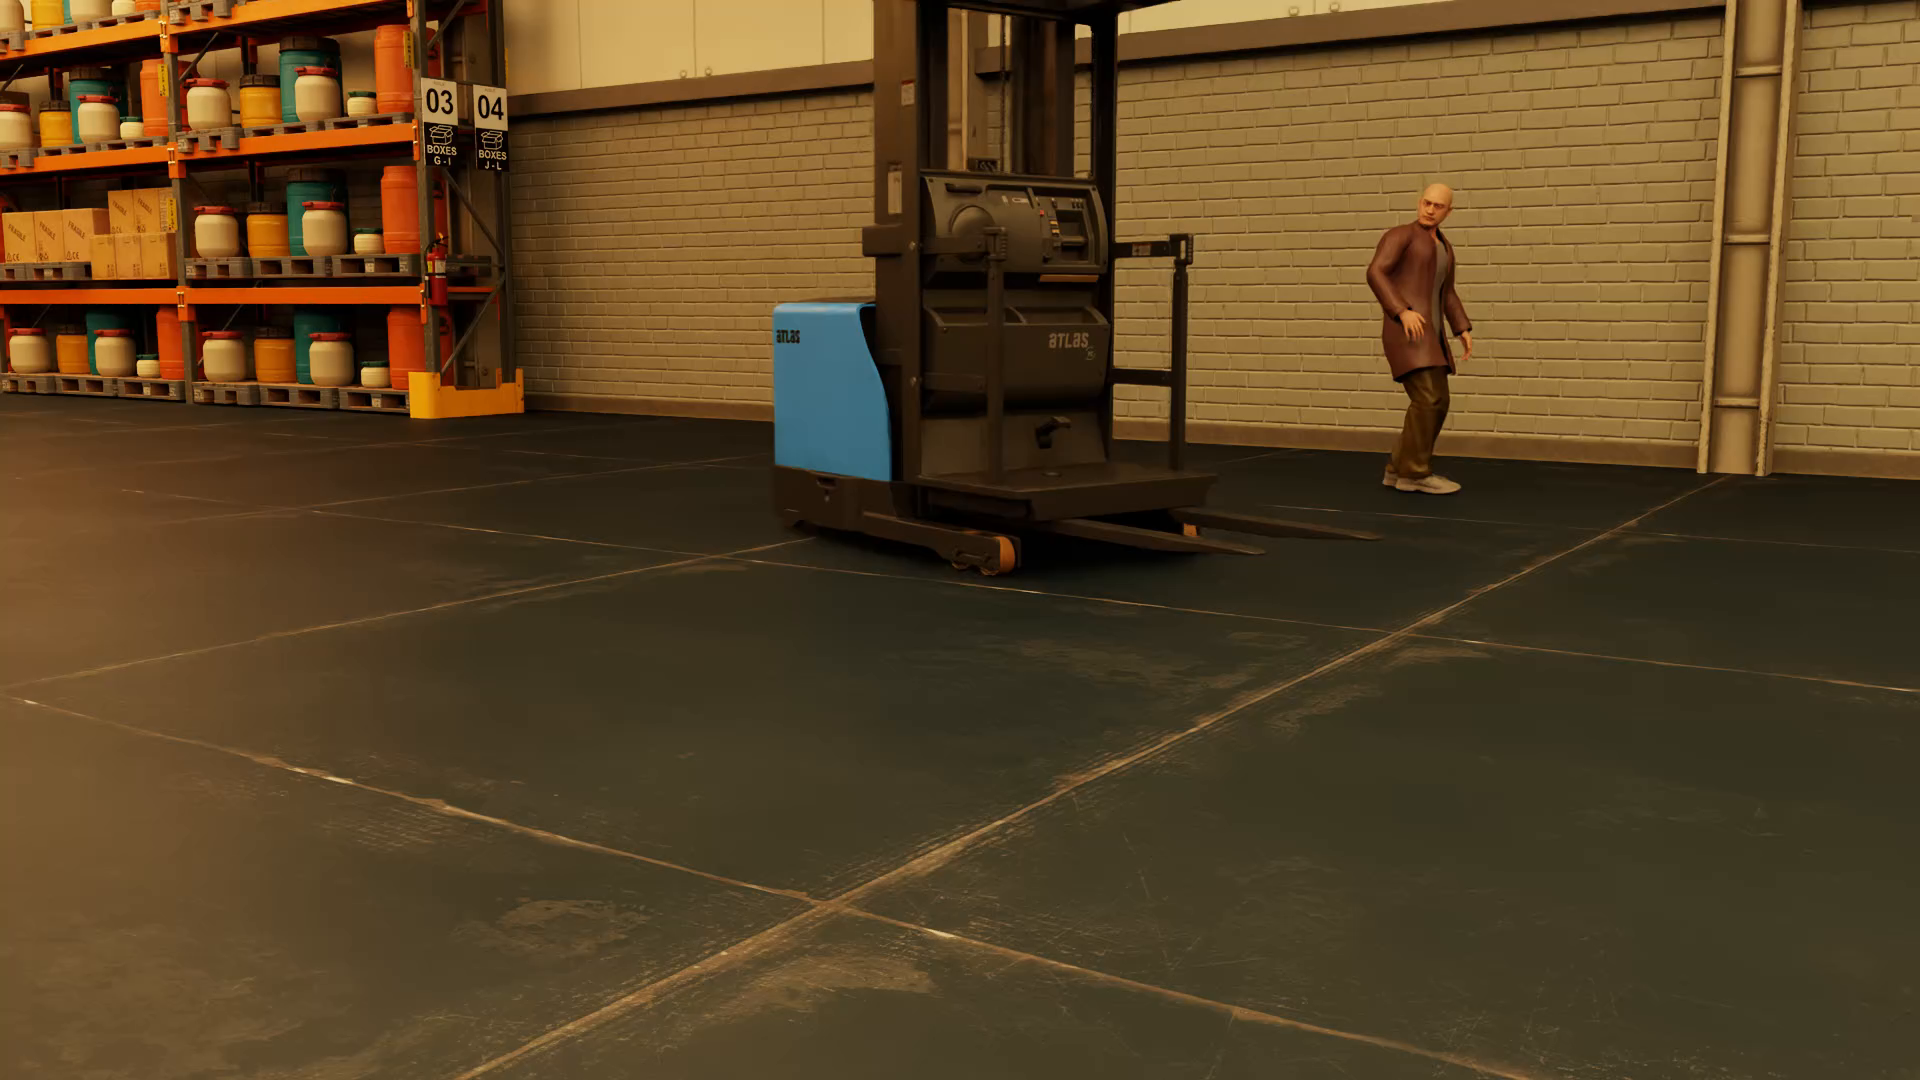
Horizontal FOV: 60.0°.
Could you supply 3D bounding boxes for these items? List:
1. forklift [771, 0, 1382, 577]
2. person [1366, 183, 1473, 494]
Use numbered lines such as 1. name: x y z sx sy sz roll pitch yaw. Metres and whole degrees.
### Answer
1. forklift: 0.377 -1.383 6.915 1.130 2.935 3.031 -6 10 -36
2. person: 2.707 -1.151 9.532 0.552 1.749 0.790 7 11 40
